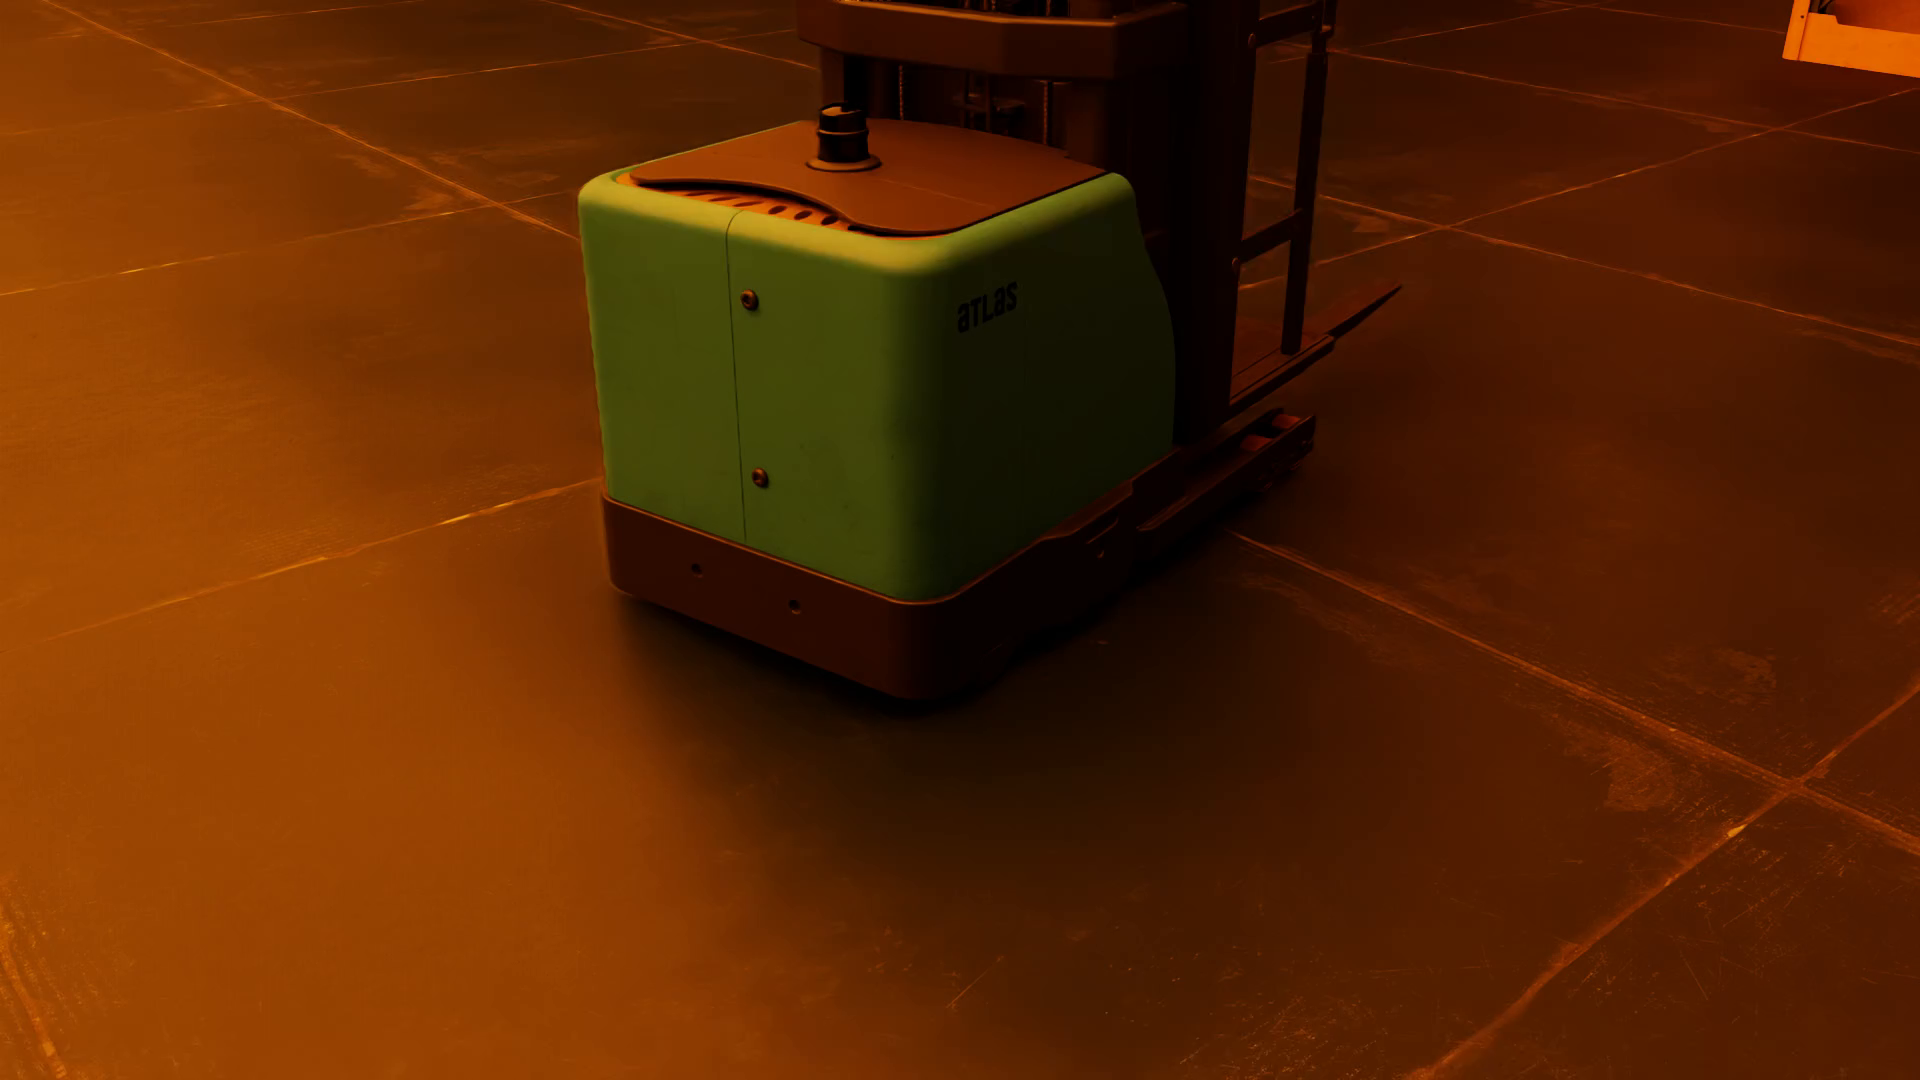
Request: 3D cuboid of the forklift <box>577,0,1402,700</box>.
[{"bbox_3d":[0.394,-1.561,4.350,1.130,2.935,3.031,18,31,32],"label":"forklift"}]
